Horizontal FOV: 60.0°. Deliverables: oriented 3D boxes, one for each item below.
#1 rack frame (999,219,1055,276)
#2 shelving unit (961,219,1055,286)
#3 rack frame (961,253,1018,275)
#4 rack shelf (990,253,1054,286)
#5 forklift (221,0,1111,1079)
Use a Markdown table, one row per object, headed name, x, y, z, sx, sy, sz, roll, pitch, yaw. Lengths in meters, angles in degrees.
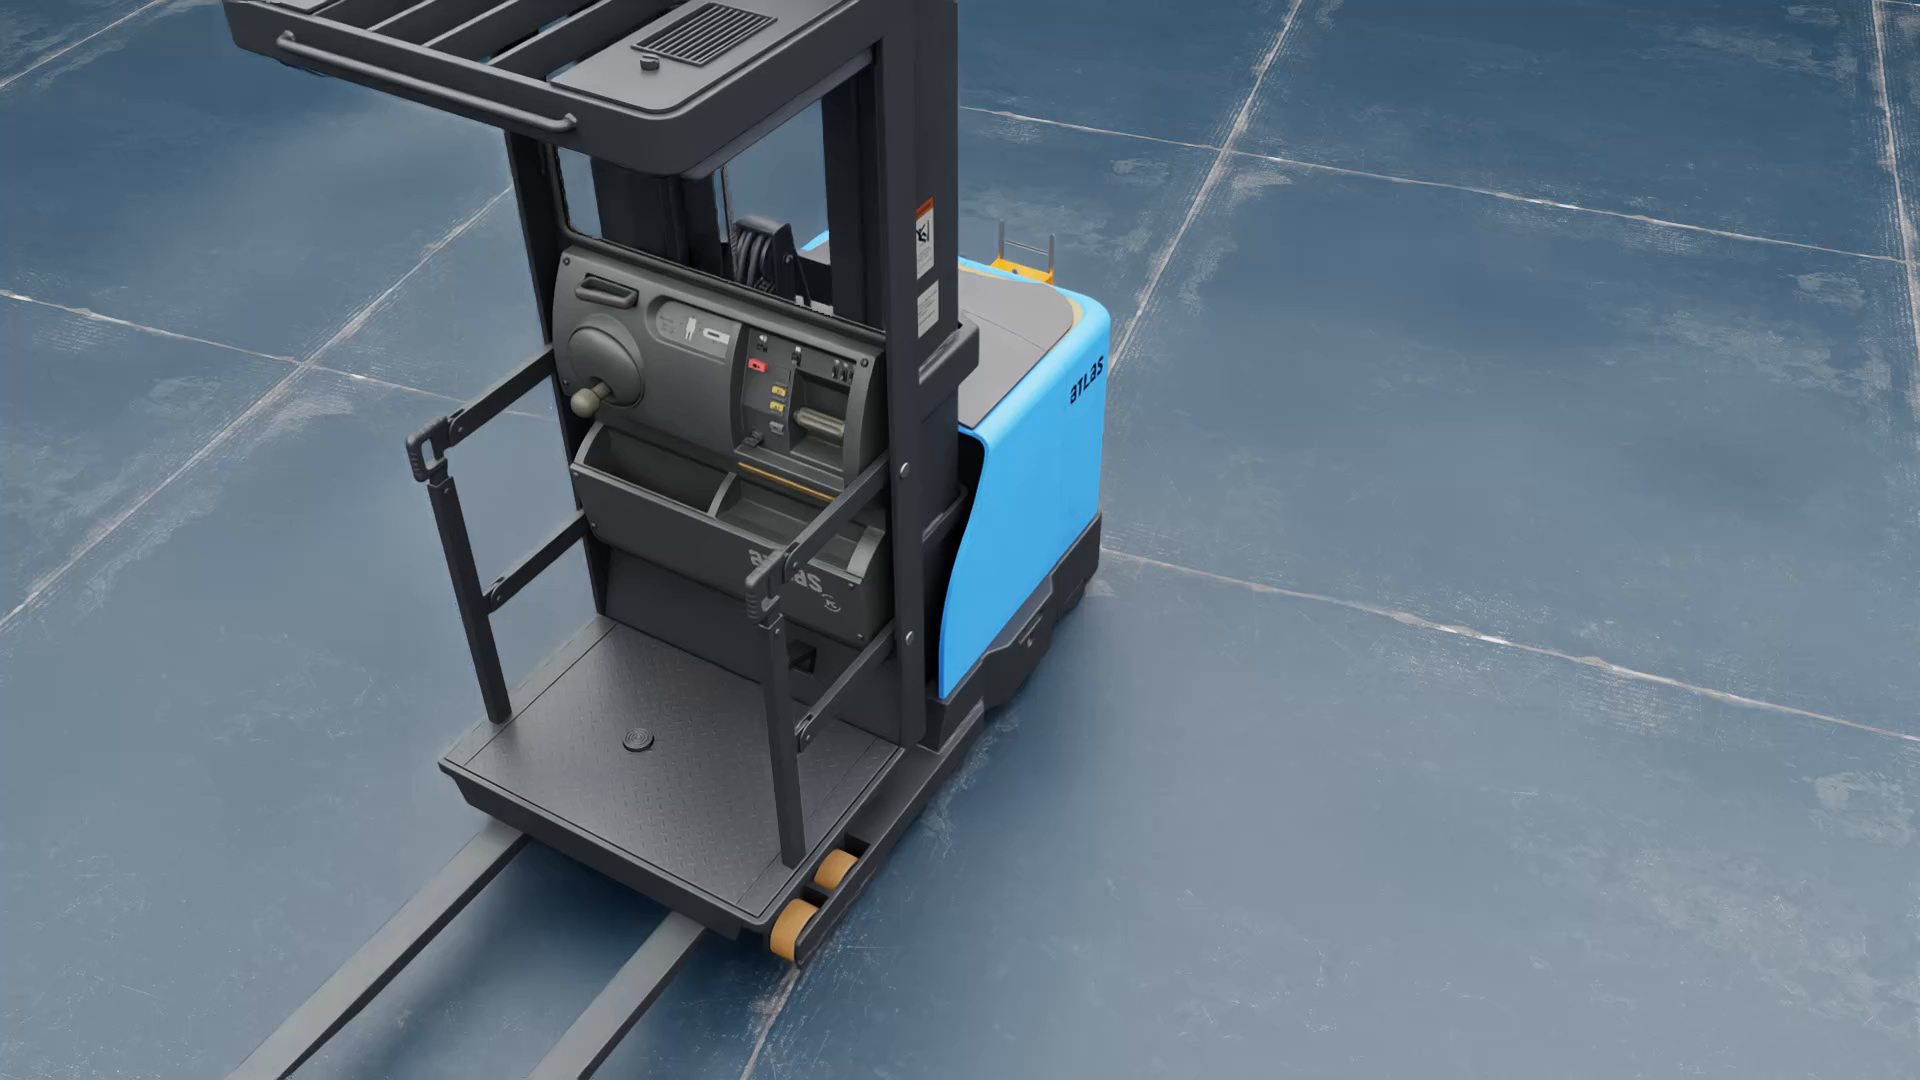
| name | x | y | z | sx | sy | sz | roll | pitch | yaw |
| --- | --- | --- | --- | --- | --- | --- | --- | --- | --- |
| rack frame | 0.214 | -0.598 | 5.643 | 0.200 | 1.050 | 0.008 | 21 | 45 | 23 |
| shelving unit | 0.152 | -0.530 | 5.563 | 0.215 | 1.050 | 0.252 | 21 | 45 | 23 |
| rack frame | 0.090 | -0.462 | 5.482 | 0.200 | 1.050 | 0.008 | 21 | 45 | 23 |
| rack shelf | 0.152 | -0.738 | 5.385 | 0.215 | 0.259 | 0.240 | 21 | 45 | 23 |
| forklift | -0.716 | -0.336 | 3.886 | 1.130 | 2.935 | 3.031 | 21 | 45 | 23 |
